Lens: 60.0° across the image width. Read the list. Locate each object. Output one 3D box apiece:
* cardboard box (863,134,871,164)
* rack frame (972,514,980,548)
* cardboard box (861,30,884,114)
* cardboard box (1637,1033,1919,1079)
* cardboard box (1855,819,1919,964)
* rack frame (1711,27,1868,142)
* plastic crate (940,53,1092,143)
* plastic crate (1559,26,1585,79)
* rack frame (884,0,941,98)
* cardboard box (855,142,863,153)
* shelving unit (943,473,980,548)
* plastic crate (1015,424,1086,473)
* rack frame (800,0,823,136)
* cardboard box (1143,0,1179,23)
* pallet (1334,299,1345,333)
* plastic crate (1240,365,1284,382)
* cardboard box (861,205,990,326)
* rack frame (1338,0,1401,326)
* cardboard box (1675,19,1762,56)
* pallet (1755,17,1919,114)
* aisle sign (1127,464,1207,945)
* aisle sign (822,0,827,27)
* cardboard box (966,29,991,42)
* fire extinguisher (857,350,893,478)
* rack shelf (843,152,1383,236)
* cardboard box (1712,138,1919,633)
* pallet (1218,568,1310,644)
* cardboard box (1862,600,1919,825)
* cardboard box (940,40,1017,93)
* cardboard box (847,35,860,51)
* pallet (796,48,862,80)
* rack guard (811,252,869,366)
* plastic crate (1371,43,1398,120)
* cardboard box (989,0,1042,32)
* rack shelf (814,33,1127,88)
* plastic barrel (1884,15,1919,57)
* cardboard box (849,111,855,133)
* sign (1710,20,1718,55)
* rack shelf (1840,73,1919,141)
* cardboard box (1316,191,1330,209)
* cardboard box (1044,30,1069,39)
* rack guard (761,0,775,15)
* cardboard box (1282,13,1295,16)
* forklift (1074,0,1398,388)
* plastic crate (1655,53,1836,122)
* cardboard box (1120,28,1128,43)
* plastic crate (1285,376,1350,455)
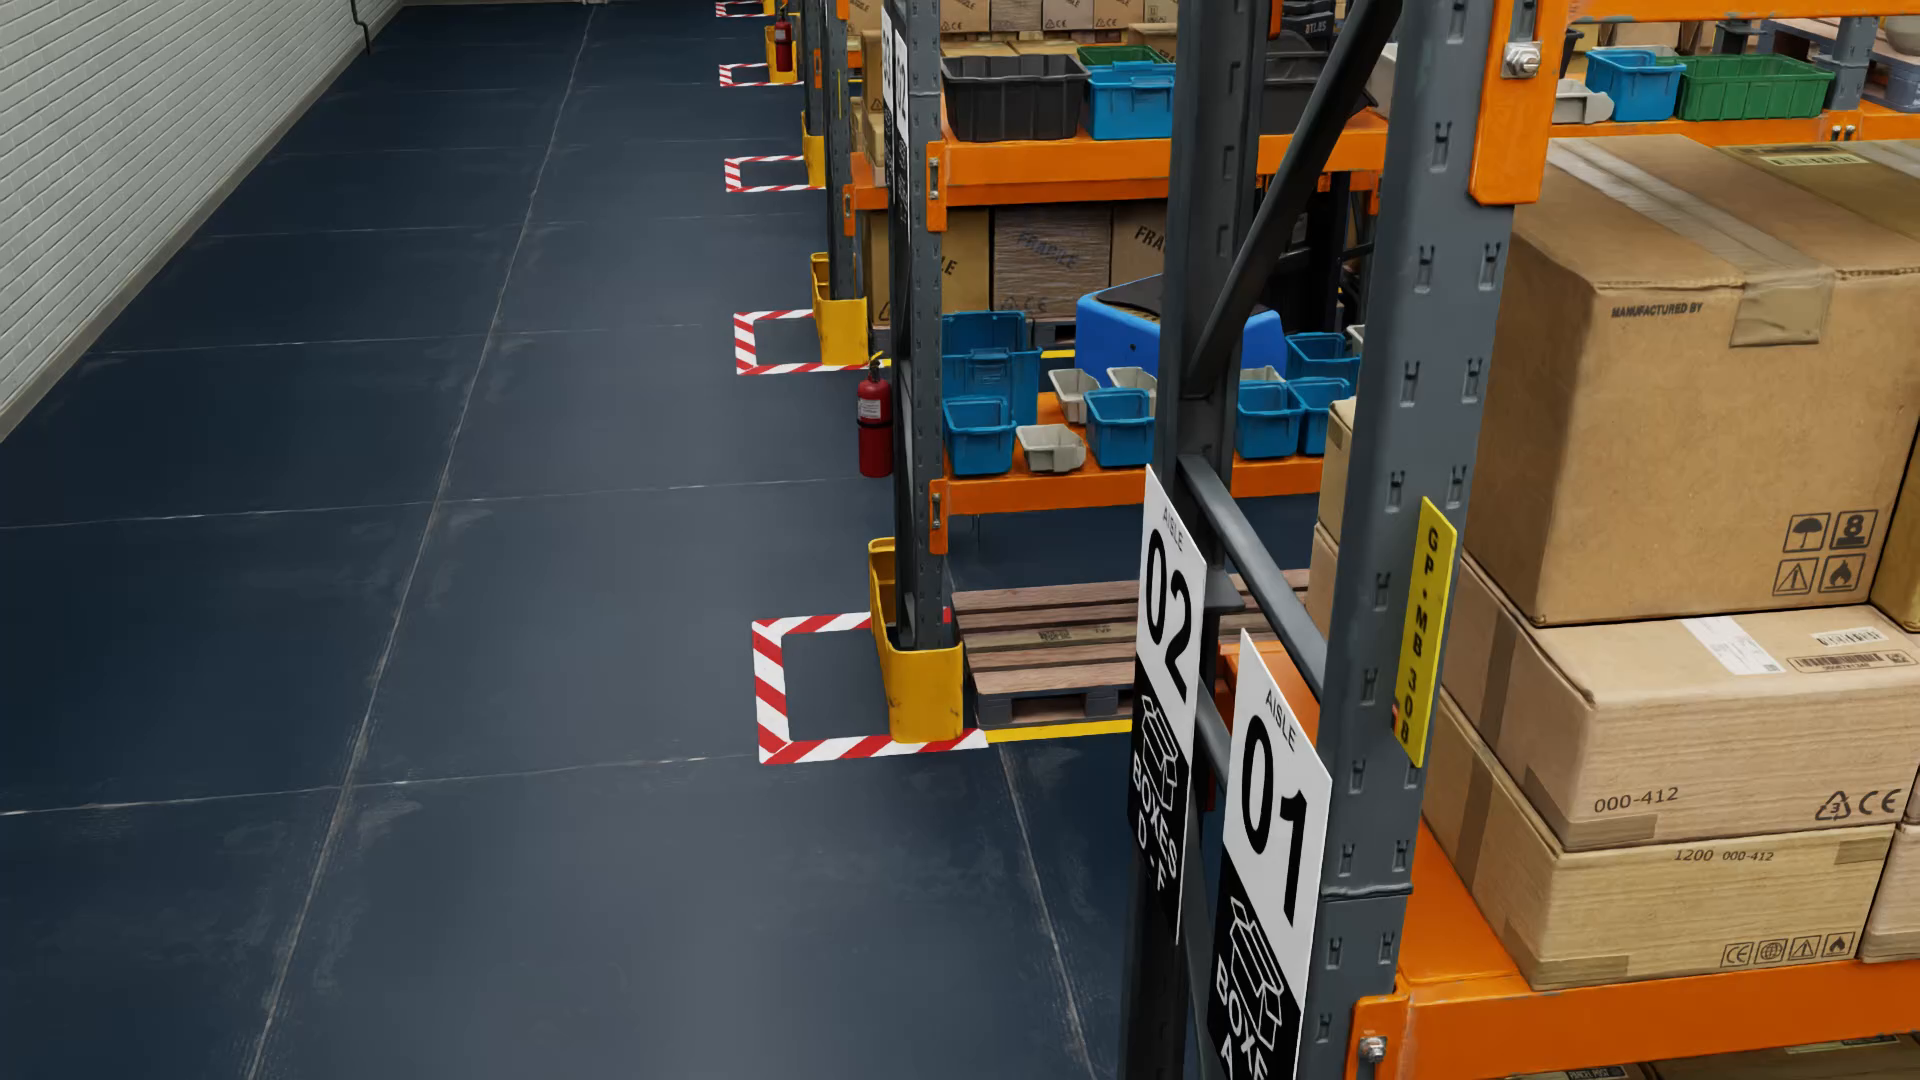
[{"bbox_3d":[-0.591,-2.947,12.483,0.250,0.149,0.380,-3,27,-6],"label":"cardboard box"},{"bbox_3d":[0.093,-0.406,9.556,0.006,0.900,0.240,-4,27,-7],"label":"rack frame"},{"bbox_3d":[-0.452,-3.436,12.178,0.500,0.500,0.500,-3,27,-6],"label":"cardboard box"},{"bbox_3d":[1.471,1.156,3.006,0.500,0.500,0.500,-3,27,-7],"label":"cardboard box"},{"bbox_3d":[1.520,0.380,2.603,0.500,0.250,0.500,-4,27,-7],"label":"cardboard box"},{"bbox_3d":[3.753,-0.903,8.223,0.127,3.000,1.000,-4,27,-7],"label":"rack frame"},{"bbox_3d":[0.212,-1.823,6.875,0.590,0.269,0.497,-4,27,-7],"label":"plastic crate"},{"bbox_3d":[2.485,-2.224,7.656,0.590,0.269,0.497,-4,27,-7],"label":"plastic crate"},{"bbox_3d":[-0.208,-3.317,6.358,0.127,3.000,1.000,-4,27,-7],"label":"rack frame"},{"bbox_3d":[-0.925,-3.943,16.812,0.250,0.149,0.380,-3,27,-6],"label":"cardboard box"},{"bbox_3d":[-0.008,-0.400,9.544,0.210,0.900,0.258,-4,27,-7],"label":"shelving unit"},{"bbox_3d":[0.412,-0.407,7.482,0.298,0.136,0.250,-4,27,-7],"label":"plastic crate"},{"bbox_3d":[-1.489,-5.136,16.474,0.127,3.000,1.000,-4,27,-7],"label":"rack frame"},{"bbox_3d":[2.033,-5.409,16.570,0.500,0.500,0.500,-4,27,-7],"label":"cardboard box"},{"bbox_3d":[2.299,-1.888,13.198,1.213,0.211,1.003,-4,27,-7],"label":"pallet"},{"bbox_3d":[1.427,-0.759,8.167,0.250,0.136,0.298,-4,27,-7],"label":"plastic crate"},{"bbox_3d":[-0.275,-2.206,12.630,0.875,0.875,0.875,-4,27,-7],"label":"cardboard box"},{"bbox_3d":[3.063,-3.142,12.587,0.127,3.000,1.000,-4,27,-7],"label":"rack frame"},{"bbox_3d":[5.652,-3.808,12.677,0.637,0.503,0.797,-3,27,-6],"label":"cardboard box"},{"bbox_3d":[4.516,-2.247,7.765,1.003,0.211,1.213,-4,27,-7],"label":"pallet"},{"bbox_3d":[0.368,0.300,3.031,0.004,0.787,0.394,-4,27,-7],"label":"aisle sign"},{"bbox_3d":[-0.927,-3.904,11.225,0.004,0.787,0.394,-4,27,-7],"label":"aisle sign"},{"bbox_3d":[0.156,-5.012,16.507,0.250,0.149,0.380,-4,27,-8],"label":"cardboard box"},{"bbox_3d":[-0.420,-0.644,8.212,0.183,0.674,0.296,-4,27,-7],"label":"fire extinguisher"},{"bbox_3d":[1.083,-2.694,12.504,4.000,0.370,1.077,-4,27,-7],"label":"rack shelf"},{"bbox_3d":[1.492,-0.266,2.493,0.500,0.500,0.700,-4,27,-7],"label":"cardboard box"},{"bbox_3d":[1.820,0.481,8.581,1.213,0.211,1.003,-4,27,-7],"label":"pallet"},{"bbox_3d":[1.520,0.157,2.488,0.500,0.250,0.500,-4,27,-7],"label":"cardboard box"},{"bbox_3d":[0.110,-3.227,11.770,0.500,0.500,0.500,-4,27,-8],"label":"cardboard box"},{"bbox_3d":[-1.122,-4.897,16.283,0.250,0.149,0.380,-4,27,-8],"label":"cardboard box"},{"bbox_3d":[-1.498,-6.213,21.627,1.213,0.211,1.003,-4,27,-7],"label":"pallet"},{"bbox_3d":[-0.922,-1.774,12.659,0.348,0.500,1.175,-4,27,-7],"label":"rack guard"},{"bbox_3d":[2.030,-1.932,7.073,0.530,0.282,0.437,-4,27,-7],"label":"plastic crate"},{"bbox_3d":[0.512,-5.323,16.402,0.500,0.500,0.500,-4,27,-8],"label":"cardboard box"},{"bbox_3d":[0.492,-4.943,16.886,4.000,0.370,1.077,-4,27,-7],"label":"rack shelf"},{"bbox_3d":[4.309,-2.405,7.256,0.433,0.535,0.433,0,27,0],"label":"plastic barrel"},{"bbox_3d":[-1.006,-4.349,17.278,0.250,0.149,0.380,-4,27,-8],"label":"cardboard box"},{"bbox_3d":[3.679,-2.490,8.022,0.005,0.325,0.100,-4,27,-7],"label":"sign"},{"bbox_3d":[5.734,-2.044,7.951,4.000,0.370,1.077,-4,27,-7],"label":"rack shelf"},{"bbox_3d":[2.399,-2.377,12.965,0.875,0.875,0.875,-4,27,-7],"label":"cardboard box"},{"bbox_3d":[0.926,-5.071,16.622,0.250,0.149,0.380,-4,27,-8],"label":"cardboard box"},{"bbox_3d":[-2.898,-8.504,25.775,0.348,0.500,1.175,-4,27,-7],"label":"rack guard"},{"bbox_3d":[3.200,-5.303,16.614,0.250,0.149,0.380,-3,27,-6],"label":"cardboard box"},{"bbox_3d":[2.169,-2.123,10.677,3.031,2.935,1.130,-21,34,-35],"label":"forklift"},{"bbox_3d":[3.376,-1.979,7.268,0.662,0.188,0.450,-4,27,-7],"label":"plastic crate"},{"bbox_3d":[1.709,-5.099,16.677,0.250,0.149,0.380,-3,27,-5],"label":"cardboard box"},{"bbox_3d":[1.684,-0.570,7.693,0.300,0.233,0.416,-4,27,-7],"label":"plastic crate"}]
